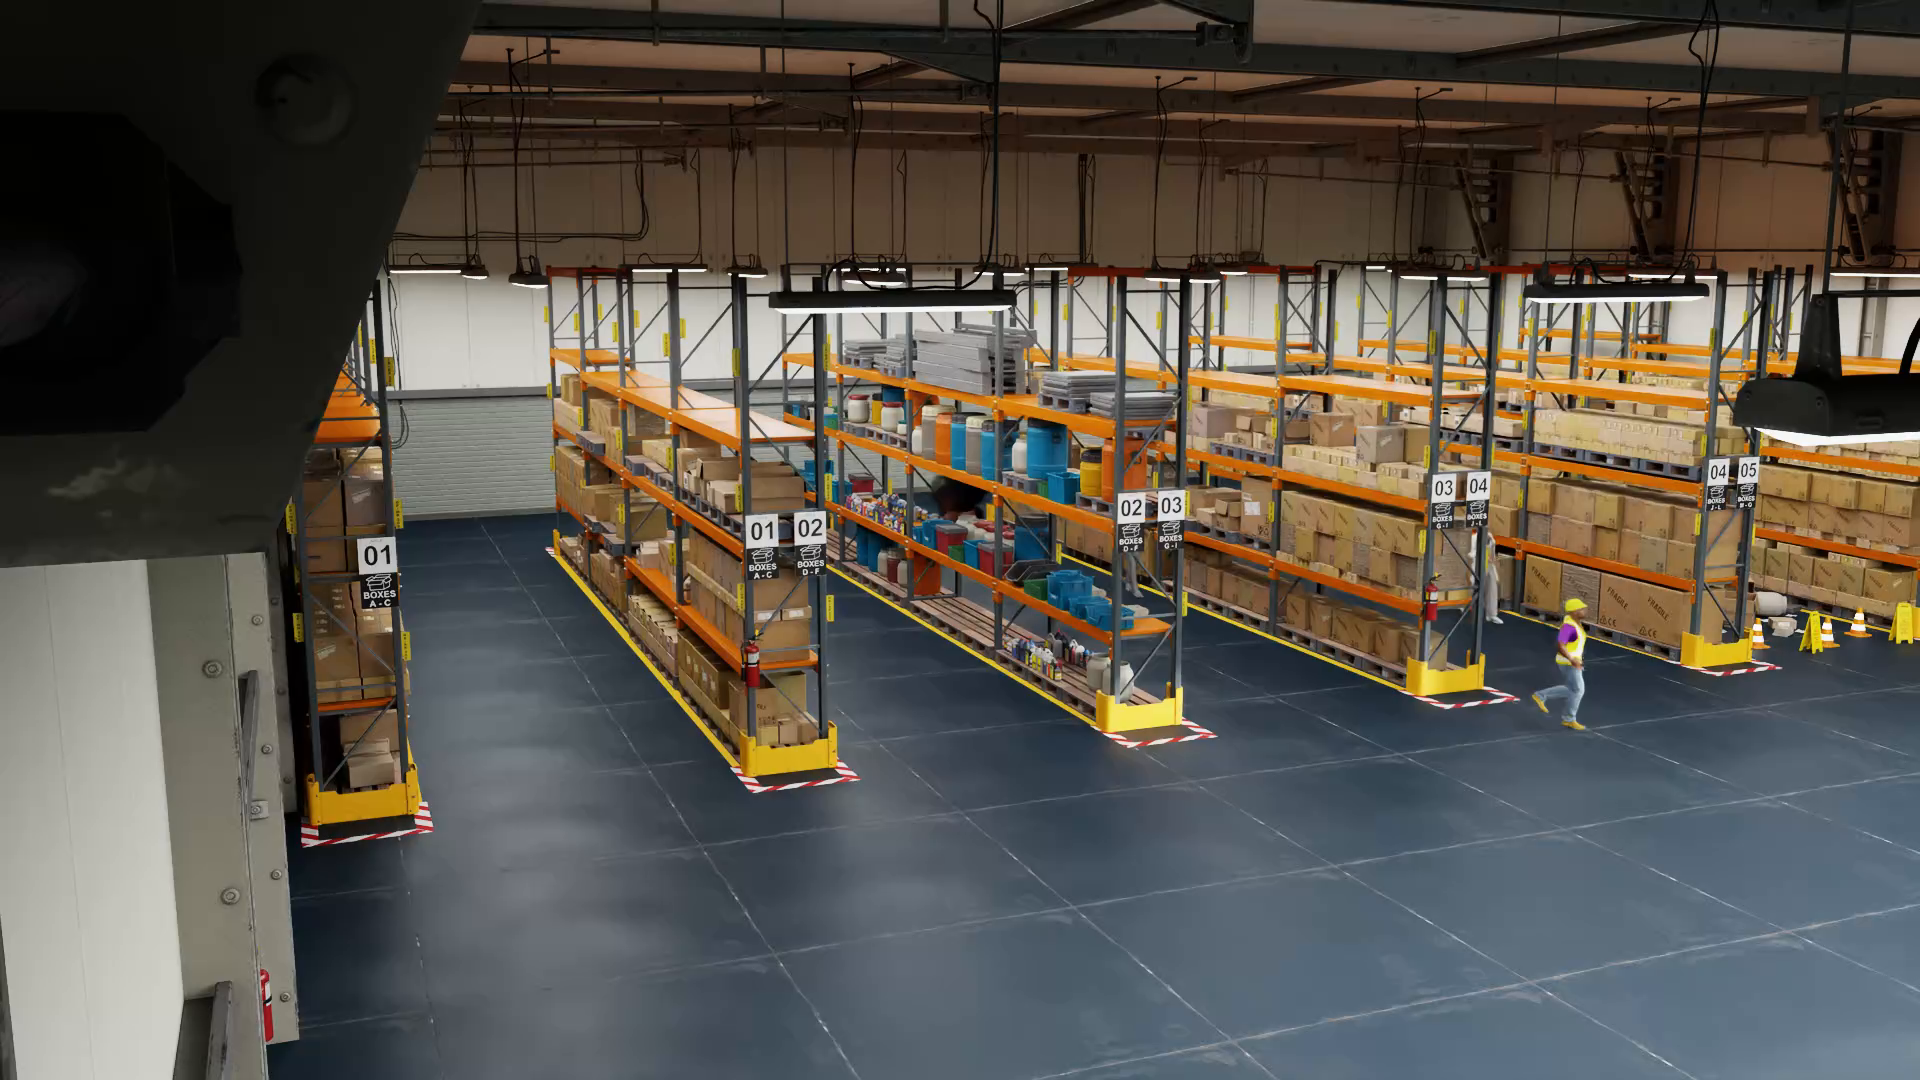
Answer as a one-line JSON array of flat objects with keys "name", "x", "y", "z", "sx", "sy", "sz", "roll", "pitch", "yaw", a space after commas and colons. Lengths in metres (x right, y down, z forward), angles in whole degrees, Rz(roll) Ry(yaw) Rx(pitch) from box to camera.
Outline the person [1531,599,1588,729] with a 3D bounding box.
[{"name": "person", "x": 8.071, "y": 1.637, "z": 22.306, "sx": 0.723, "sy": 1.760, "sz": 0.705, "roll": 4, "pitch": 11, "yaw": 21}]

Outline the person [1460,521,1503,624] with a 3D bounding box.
[{"name": "person", "x": 8.976, "y": 0.506, "z": 28.589, "sx": 0.718, "sy": 1.764, "sz": 1.024, "roll": -6, "pitch": 11, "yaw": -29}]

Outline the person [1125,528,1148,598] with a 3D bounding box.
[{"name": "person", "x": 3.071, "y": 0.114, "z": 29.491, "sx": 0.584, "sy": 1.712, "sz": 0.783, "roll": -3, "pitch": 10, "yaw": -19}]
